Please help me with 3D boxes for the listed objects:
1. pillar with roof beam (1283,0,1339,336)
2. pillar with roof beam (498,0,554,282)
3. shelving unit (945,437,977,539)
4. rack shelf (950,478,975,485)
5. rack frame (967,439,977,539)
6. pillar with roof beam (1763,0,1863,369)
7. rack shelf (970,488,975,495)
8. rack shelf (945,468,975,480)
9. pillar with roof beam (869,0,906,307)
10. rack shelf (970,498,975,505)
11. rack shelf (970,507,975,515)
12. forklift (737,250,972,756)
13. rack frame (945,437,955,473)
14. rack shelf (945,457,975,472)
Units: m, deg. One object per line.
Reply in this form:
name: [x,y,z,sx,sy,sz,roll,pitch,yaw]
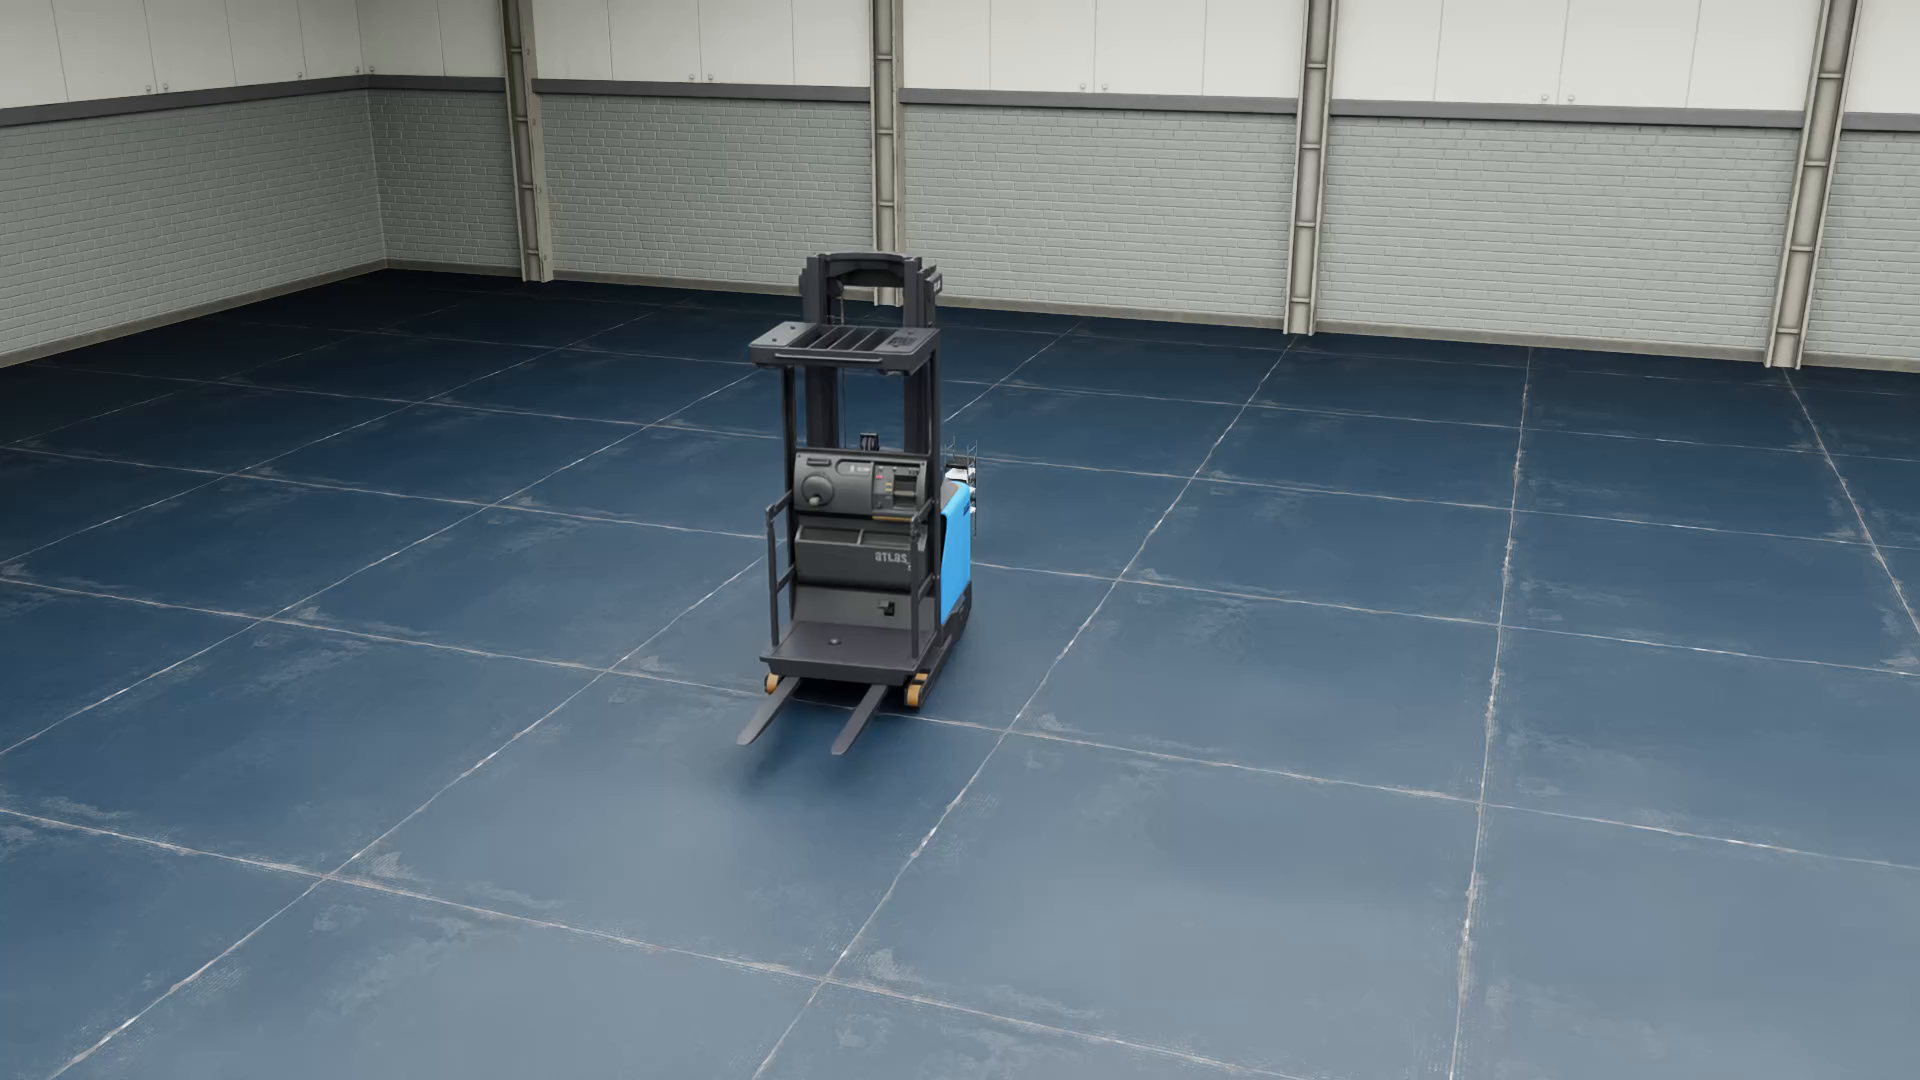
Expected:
pillar with roof beam: [3.222,-5.748,17.395,0.400,9.000,9.100,7,20,18]
pillar with roof beam: [-8.113,-7.044,21.114,0.400,9.000,9.100,7,20,18]
shelving unit: [0.008,-0.424,14.426,0.210,0.900,0.258,7,20,18]
rack shelf: [0.008,-0.478,14.407,0.200,0.077,0.258,7,20,18]
rack frame: [0.104,-0.413,14.394,0.006,0.900,0.240,7,20,18]
pillar with roof beam: [8.890,-5.100,15.536,0.400,9.000,9.100,7,20,18]
rack shelf: [0.008,-0.393,14.437,0.200,0.077,0.258,7,20,18]
rack shelf: [0.008,-0.563,14.377,0.200,0.077,0.258,7,20,18]
pillar with roof beam: [-2.446,-6.396,19.255,0.400,9.000,9.100,7,20,18]
rack shelf: [0.008,-0.308,14.466,0.200,0.077,0.258,7,20,18]
rack shelf: [0.008,-0.223,14.496,0.200,0.077,0.258,7,20,18]
forklift: [-0.728,-0.373,11.194,1.130,2.935,3.031,4,20,12]
rack frame: [-0.088,-0.435,14.457,0.006,0.900,0.240,7,20,18]
rack shelf: [0.008,-0.648,14.348,0.200,0.077,0.258,7,20,18]
